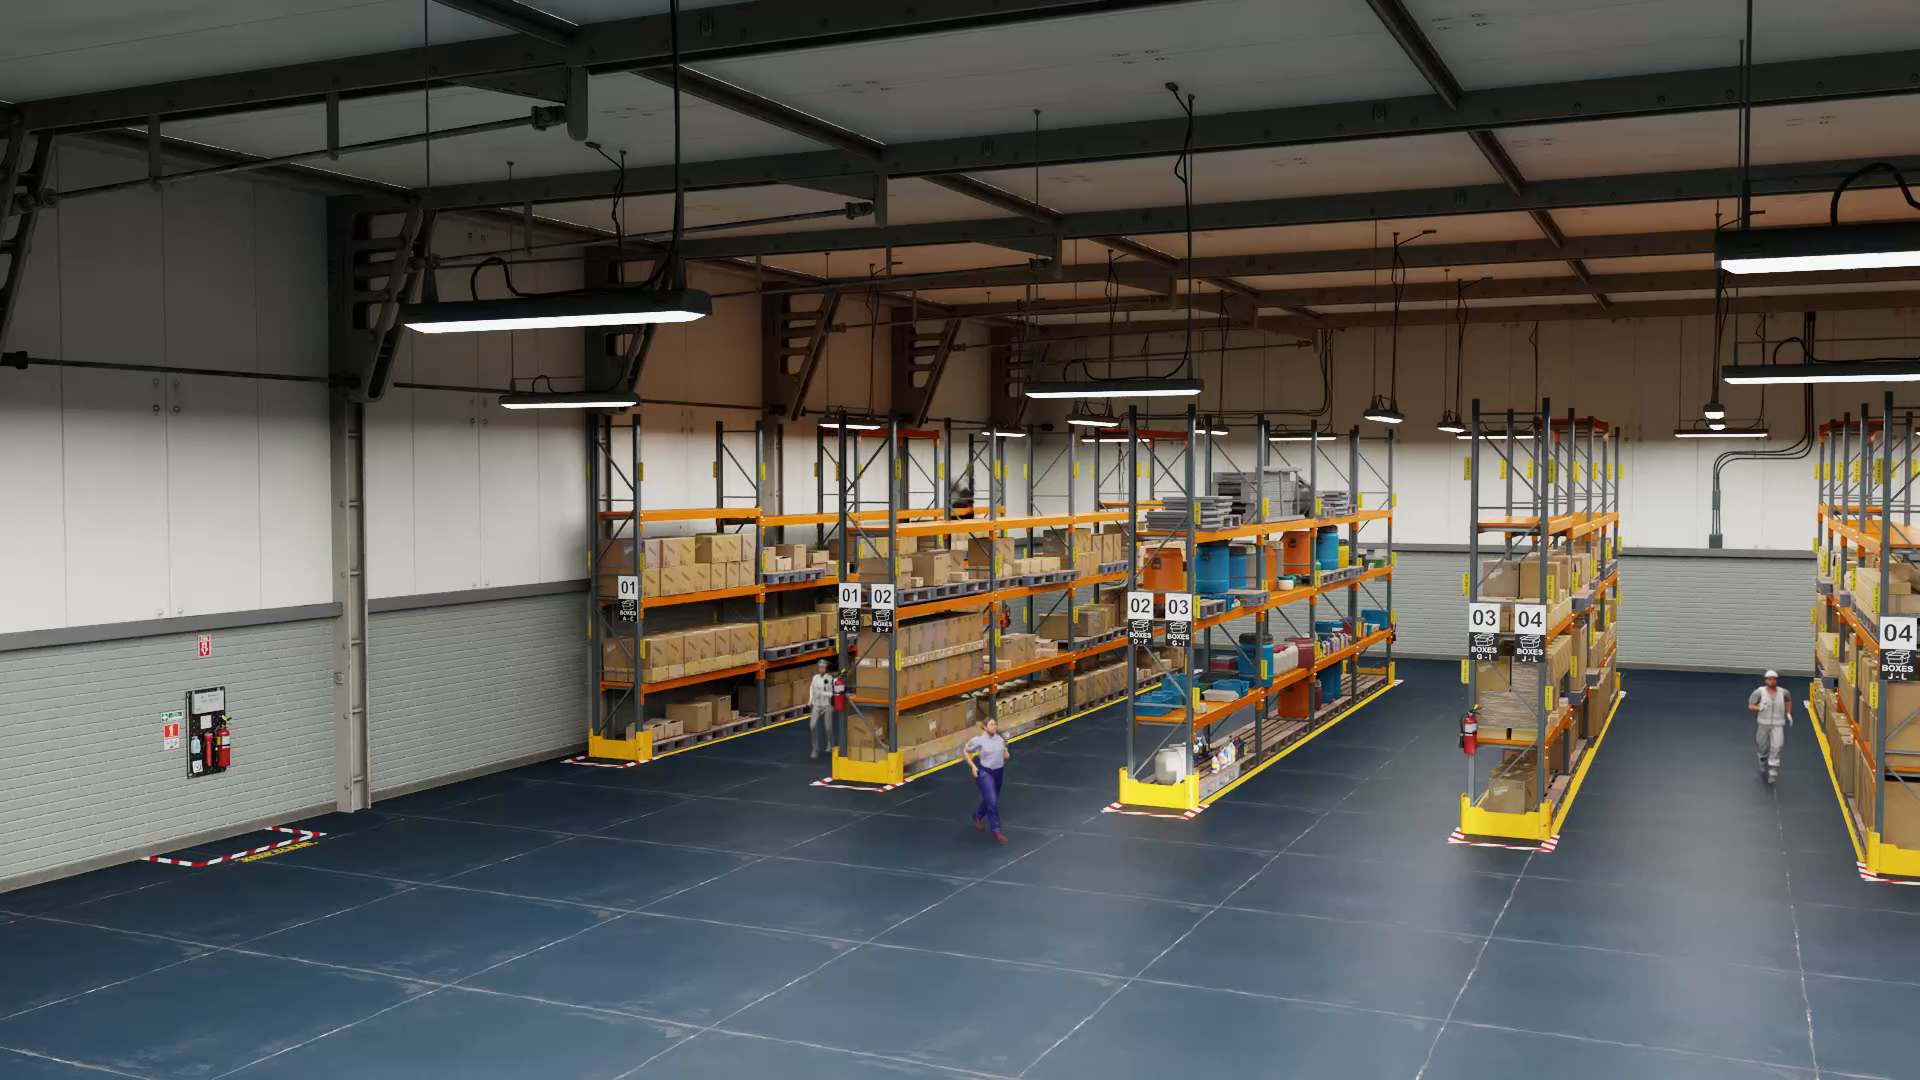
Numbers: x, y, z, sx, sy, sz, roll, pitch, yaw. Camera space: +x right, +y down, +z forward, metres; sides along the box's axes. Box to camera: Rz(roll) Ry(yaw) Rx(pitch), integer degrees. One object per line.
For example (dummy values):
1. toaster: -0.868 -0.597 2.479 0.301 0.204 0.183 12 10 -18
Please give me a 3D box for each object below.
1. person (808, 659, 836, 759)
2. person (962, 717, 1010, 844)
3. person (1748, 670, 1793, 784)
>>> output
1. person: -2.419 2.959 29.173 0.569 1.752 0.726 1 2 13
2. person: 0.403 3.229 22.623 0.601 1.651 0.931 -2 3 -41
3. person: 13.026 2.973 26.735 0.664 1.772 0.999 1 3 21
